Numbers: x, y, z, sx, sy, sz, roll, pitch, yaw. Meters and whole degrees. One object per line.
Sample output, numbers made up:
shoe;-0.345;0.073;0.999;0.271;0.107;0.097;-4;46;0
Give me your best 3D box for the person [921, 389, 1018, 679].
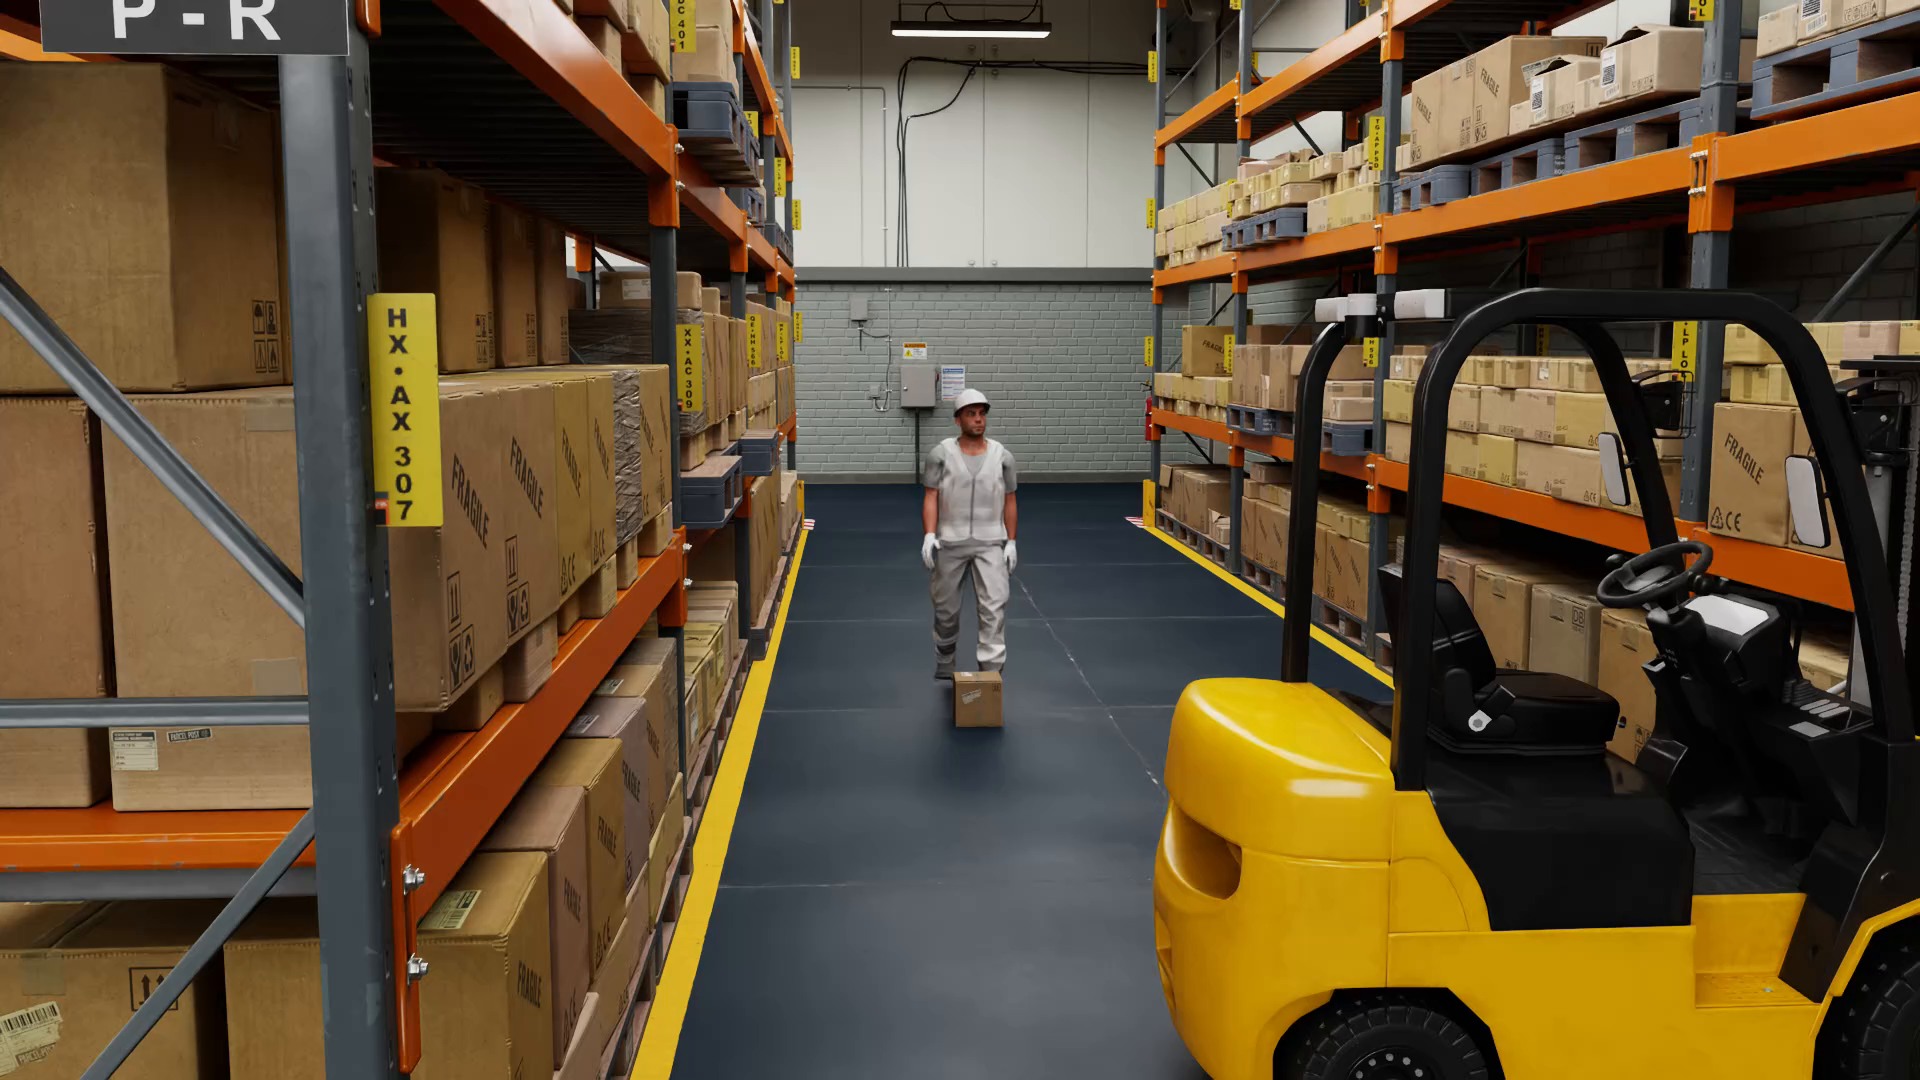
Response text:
person;0.059;0.040;9.310;0.556;1.761;0.912;0;7;-2
